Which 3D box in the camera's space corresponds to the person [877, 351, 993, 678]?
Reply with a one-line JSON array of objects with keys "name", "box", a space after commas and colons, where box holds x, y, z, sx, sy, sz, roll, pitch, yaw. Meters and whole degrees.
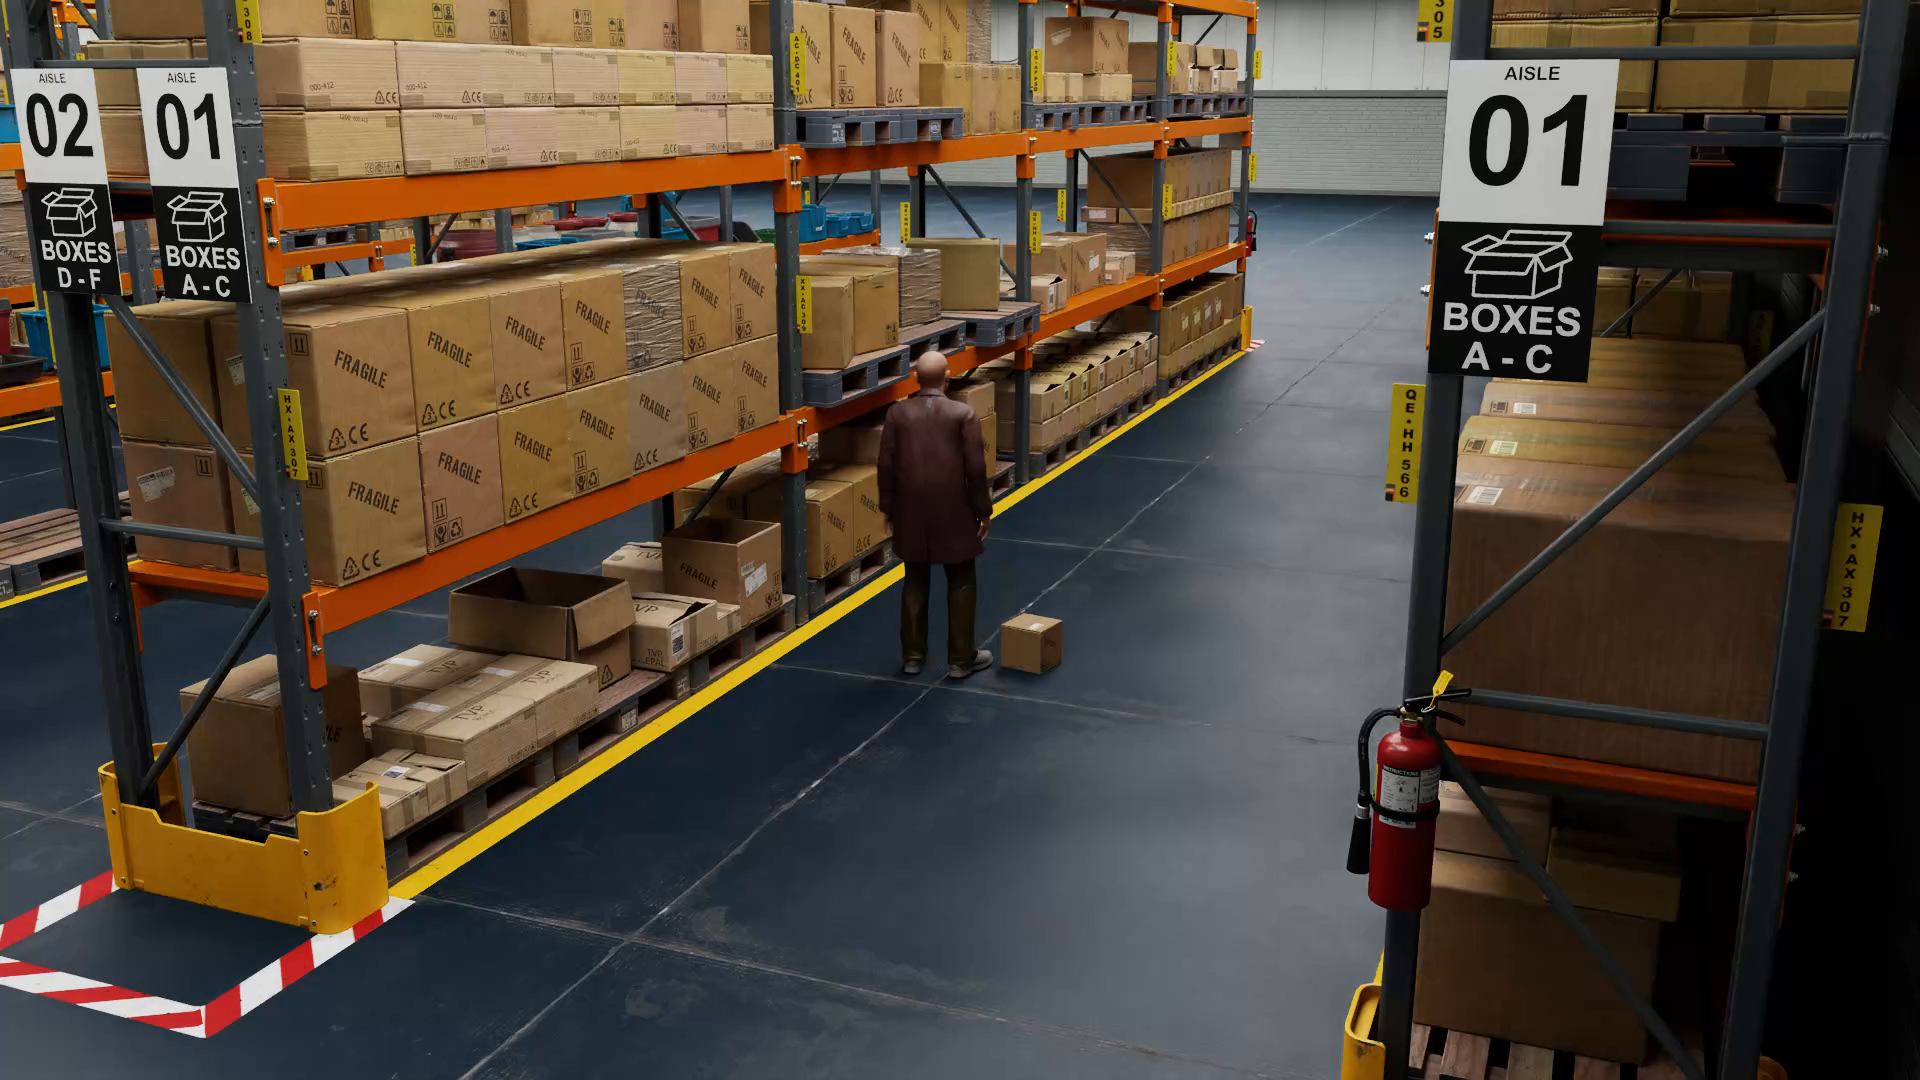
[{"name": "person", "box": [-0.134, -0.139, 9.065, 0.647, 1.772, 0.431, 4, 16, 15]}]
